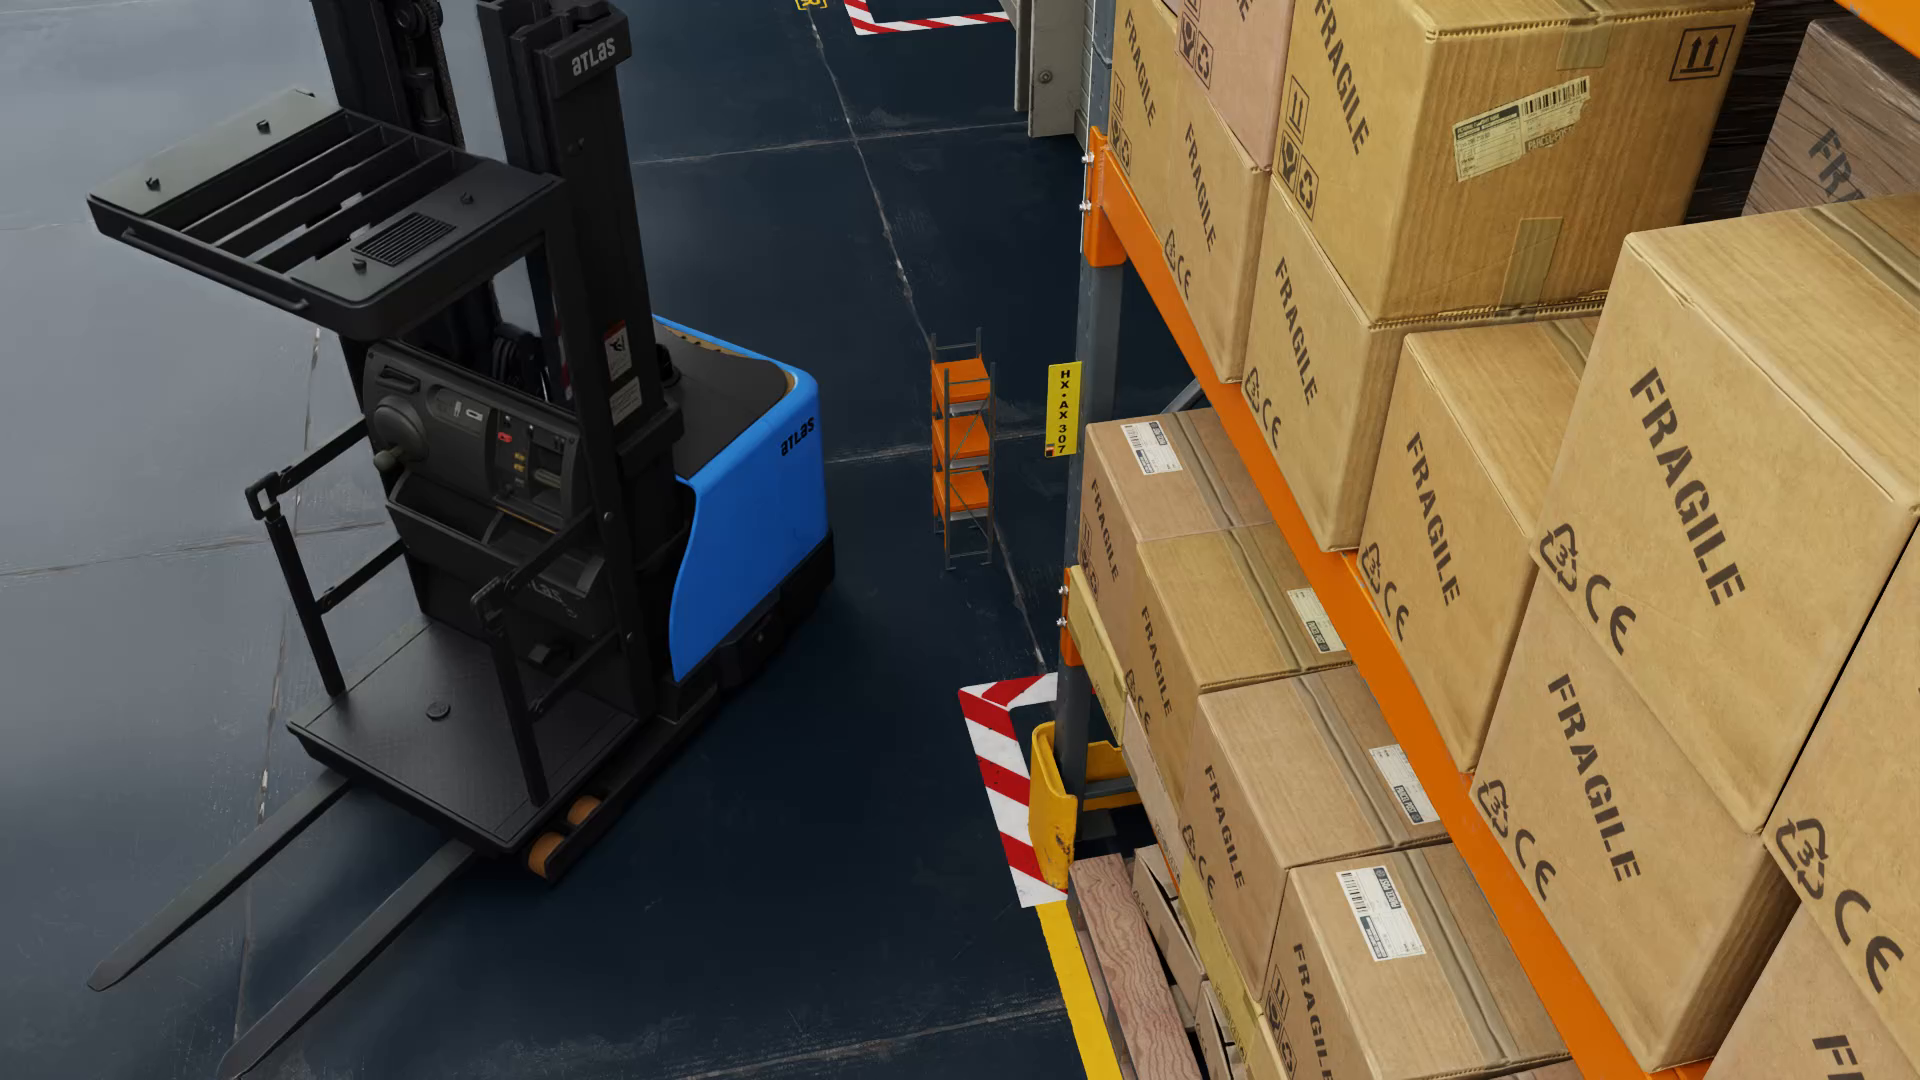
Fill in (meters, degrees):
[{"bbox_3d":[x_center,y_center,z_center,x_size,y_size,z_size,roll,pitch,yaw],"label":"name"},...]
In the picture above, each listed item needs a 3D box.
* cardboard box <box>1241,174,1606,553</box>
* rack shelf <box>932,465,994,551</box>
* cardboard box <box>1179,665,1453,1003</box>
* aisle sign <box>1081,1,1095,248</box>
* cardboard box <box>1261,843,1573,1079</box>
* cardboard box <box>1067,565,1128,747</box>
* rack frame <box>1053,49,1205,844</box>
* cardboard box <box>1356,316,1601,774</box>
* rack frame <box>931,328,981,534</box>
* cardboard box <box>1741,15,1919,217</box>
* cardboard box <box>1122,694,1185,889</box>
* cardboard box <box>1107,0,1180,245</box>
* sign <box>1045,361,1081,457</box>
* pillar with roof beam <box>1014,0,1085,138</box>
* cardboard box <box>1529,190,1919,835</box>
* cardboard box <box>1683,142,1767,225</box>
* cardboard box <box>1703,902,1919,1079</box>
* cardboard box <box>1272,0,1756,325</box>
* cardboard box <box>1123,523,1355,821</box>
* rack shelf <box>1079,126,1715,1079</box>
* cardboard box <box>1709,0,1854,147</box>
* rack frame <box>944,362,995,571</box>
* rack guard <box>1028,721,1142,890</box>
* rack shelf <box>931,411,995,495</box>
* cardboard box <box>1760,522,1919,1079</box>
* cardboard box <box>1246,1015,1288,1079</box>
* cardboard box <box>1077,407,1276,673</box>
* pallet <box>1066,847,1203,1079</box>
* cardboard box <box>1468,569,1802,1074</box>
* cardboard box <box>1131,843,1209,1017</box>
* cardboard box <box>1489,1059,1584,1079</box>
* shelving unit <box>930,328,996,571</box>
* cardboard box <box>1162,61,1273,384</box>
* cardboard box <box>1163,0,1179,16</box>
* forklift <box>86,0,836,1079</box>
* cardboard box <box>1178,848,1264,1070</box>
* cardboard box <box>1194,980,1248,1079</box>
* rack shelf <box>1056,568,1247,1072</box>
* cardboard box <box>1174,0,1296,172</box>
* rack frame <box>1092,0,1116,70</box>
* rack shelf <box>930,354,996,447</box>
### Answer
[{"bbox_3d":[0.853,-0.350,3.035,0.500,0.500,0.500,-7,42,-7],"label":"cardboard box"},{"bbox_3d":[0.012,-0.142,7.054,0.215,0.259,0.240,-8,42,-9],"label":"rack shelf"},{"bbox_3d":[0.839,0.653,3.788,0.500,0.500,0.500,-10,42,-11],"label":"cardboard box"},{"bbox_3d":[0.519,-1.101,4.273,0.394,0.787,0.004,-8,42,-9],"label":"aisle sign"},{"bbox_3d":[0.962,0.986,3.413,0.500,0.500,0.500,-7,42,-8],"label":"cardboard box"},{"bbox_3d":[0.623,0.285,4.767,0.500,0.250,0.500,-9,42,-11],"label":"cardboard box"},{"bbox_3d":[0.827,-0.125,5.131,1.000,3.000,0.127,-8,42,-9],"label":"rack frame"},{"bbox_3d":[0.989,-0.006,2.647,0.500,0.500,0.500,-6,42,-7],"label":"cardboard box"},{"bbox_3d":[-0.015,-0.437,6.951,0.200,1.050,0.008,-8,42,-9],"label":"rack frame"},{"bbox_3d":[1.490,-0.422,2.363,0.500,0.500,0.500,-8,42,-9],"label":"cardboard box"},{"bbox_3d":[0.749,0.620,4.390,0.500,0.250,0.500,-10,42,-11],"label":"cardboard box"},{"bbox_3d":[0.656,-1.039,3.811,0.500,0.500,0.500,-7,42,-8],"label":"cardboard box"},{"bbox_3d":[0.298,-0.371,4.756,0.100,0.325,0.005,-8,42,-9],"label":"sign"},{"bbox_3d":[-3.675,-5.311,6.455,9.100,9.000,0.400,-8,42,-9],"label":"pillar with roof beam"},{"bbox_3d":[1.066,-0.050,1.943,0.500,0.500,0.500,-10,43,-11],"label":"cardboard box"},{"bbox_3d":[1.394,-0.406,3.098,0.500,0.500,0.500,-10,43,-11],"label":"cardboard box"},{"bbox_3d":[1.244,0.679,1.875,0.500,0.500,0.500,-12,43,-13],"label":"cardboard box"},{"bbox_3d":[0.854,-0.718,2.697,0.500,0.500,0.500,-7,42,-8],"label":"cardboard box"},{"bbox_3d":[0.734,0.317,4.166,0.500,0.500,0.500,-8,42,-9],"label":"cardboard box"},{"bbox_3d":[1.259,0.319,2.914,1.077,0.370,4.000,-8,42,-9],"label":"rack shelf"},{"bbox_3d":[1.304,-1.072,3.095,0.500,0.500,0.500,-6,42,-7],"label":"cardboard box"},{"bbox_3d":[0.038,-0.279,6.773,0.200,1.050,0.008,-8,42,-9],"label":"rack frame"},{"bbox_3d":[0.844,0.859,5.906,1.175,0.500,0.348,-8,42,-9],"label":"rack guard"},{"bbox_3d":[0.012,-0.350,6.869,0.215,0.259,0.240,-8,42,-9],"label":"rack shelf"},{"bbox_3d":[1.189,0.286,1.566,0.500,0.500,0.500,-6,42,-7],"label":"cardboard box"},{"bbox_3d":[0.960,1.279,3.648,0.500,0.250,0.500,-8,42,-9],"label":"cardboard box"},{"bbox_3d":[0.637,-0.004,4.529,0.500,0.500,0.500,-8,42,-9],"label":"cardboard box"},{"bbox_3d":[0.985,1.499,5.403,1.003,0.211,1.213,-8,42,-9],"label":"pallet"},{"bbox_3d":[1.087,0.326,2.274,0.500,0.500,0.500,-10,43,-11],"label":"cardboard box"},{"bbox_3d":[0.889,1.177,5.358,0.500,0.311,0.500,-13,43,-14],"label":"cardboard box"},{"bbox_3d":[1.075,1.323,3.033,0.500,0.500,0.500,-9,42,-11],"label":"cardboard box"},{"bbox_3d":[0.012,-0.358,6.862,0.215,1.050,0.252,-8,42,-9],"label":"shelving unit"},{"bbox_3d":[0.737,-0.686,3.413,0.500,0.500,0.500,-6,42,-6],"label":"cardboard box"},{"bbox_3d":[0.674,-1.381,3.443,0.500,0.500,0.500,-11,43,-12],"label":"cardboard box"},{"bbox_3d":[-1.721,-0.253,5.327,1.130,2.935,3.031,22,46,23],"label":"forklift"},{"bbox_3d":[0.853,0.951,4.017,0.500,0.250,0.500,-9,42,-10],"label":"cardboard box"},{"bbox_3d":[1.012,1.547,4.942,0.500,0.311,0.500,-5,42,-6],"label":"cardboard box"},{"bbox_3d":[1.259,1.440,3.910,1.077,0.370,4.000,-8,42,-9],"label":"rack shelf"},{"bbox_3d":[0.732,-1.049,3.069,0.500,0.500,0.500,-9,42,-10],"label":"cardboard box"},{"bbox_3d":[0.827,-2.369,3.140,1.000,3.000,0.127,-8,42,-9],"label":"rack frame"},{"bbox_3d":[0.012,-0.562,6.681,0.215,0.259,0.240,-8,42,-9],"label":"rack shelf"}]
